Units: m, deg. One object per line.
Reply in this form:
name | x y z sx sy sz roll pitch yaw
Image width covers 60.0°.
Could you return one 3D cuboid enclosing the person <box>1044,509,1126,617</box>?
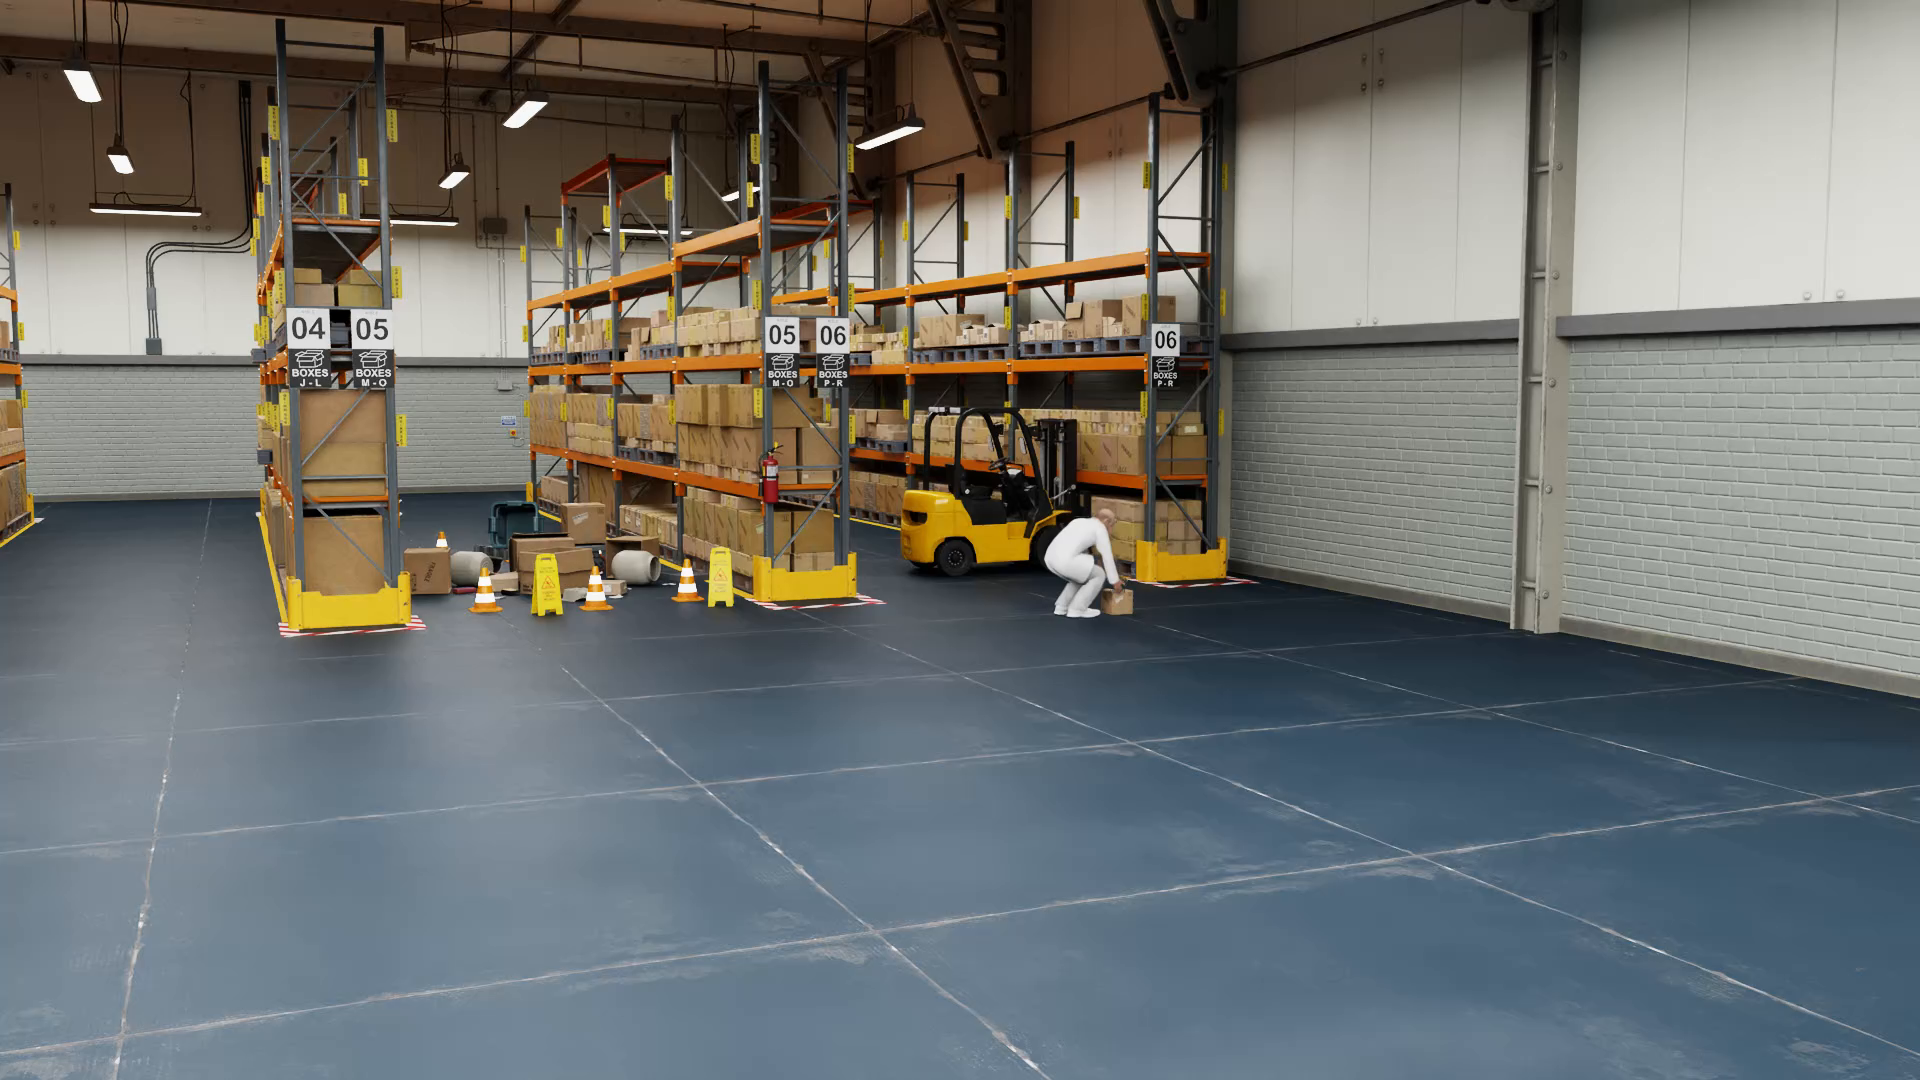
person | 1.291 0.239 17.669 0.854 1.125 0.616 -2 6 -24
